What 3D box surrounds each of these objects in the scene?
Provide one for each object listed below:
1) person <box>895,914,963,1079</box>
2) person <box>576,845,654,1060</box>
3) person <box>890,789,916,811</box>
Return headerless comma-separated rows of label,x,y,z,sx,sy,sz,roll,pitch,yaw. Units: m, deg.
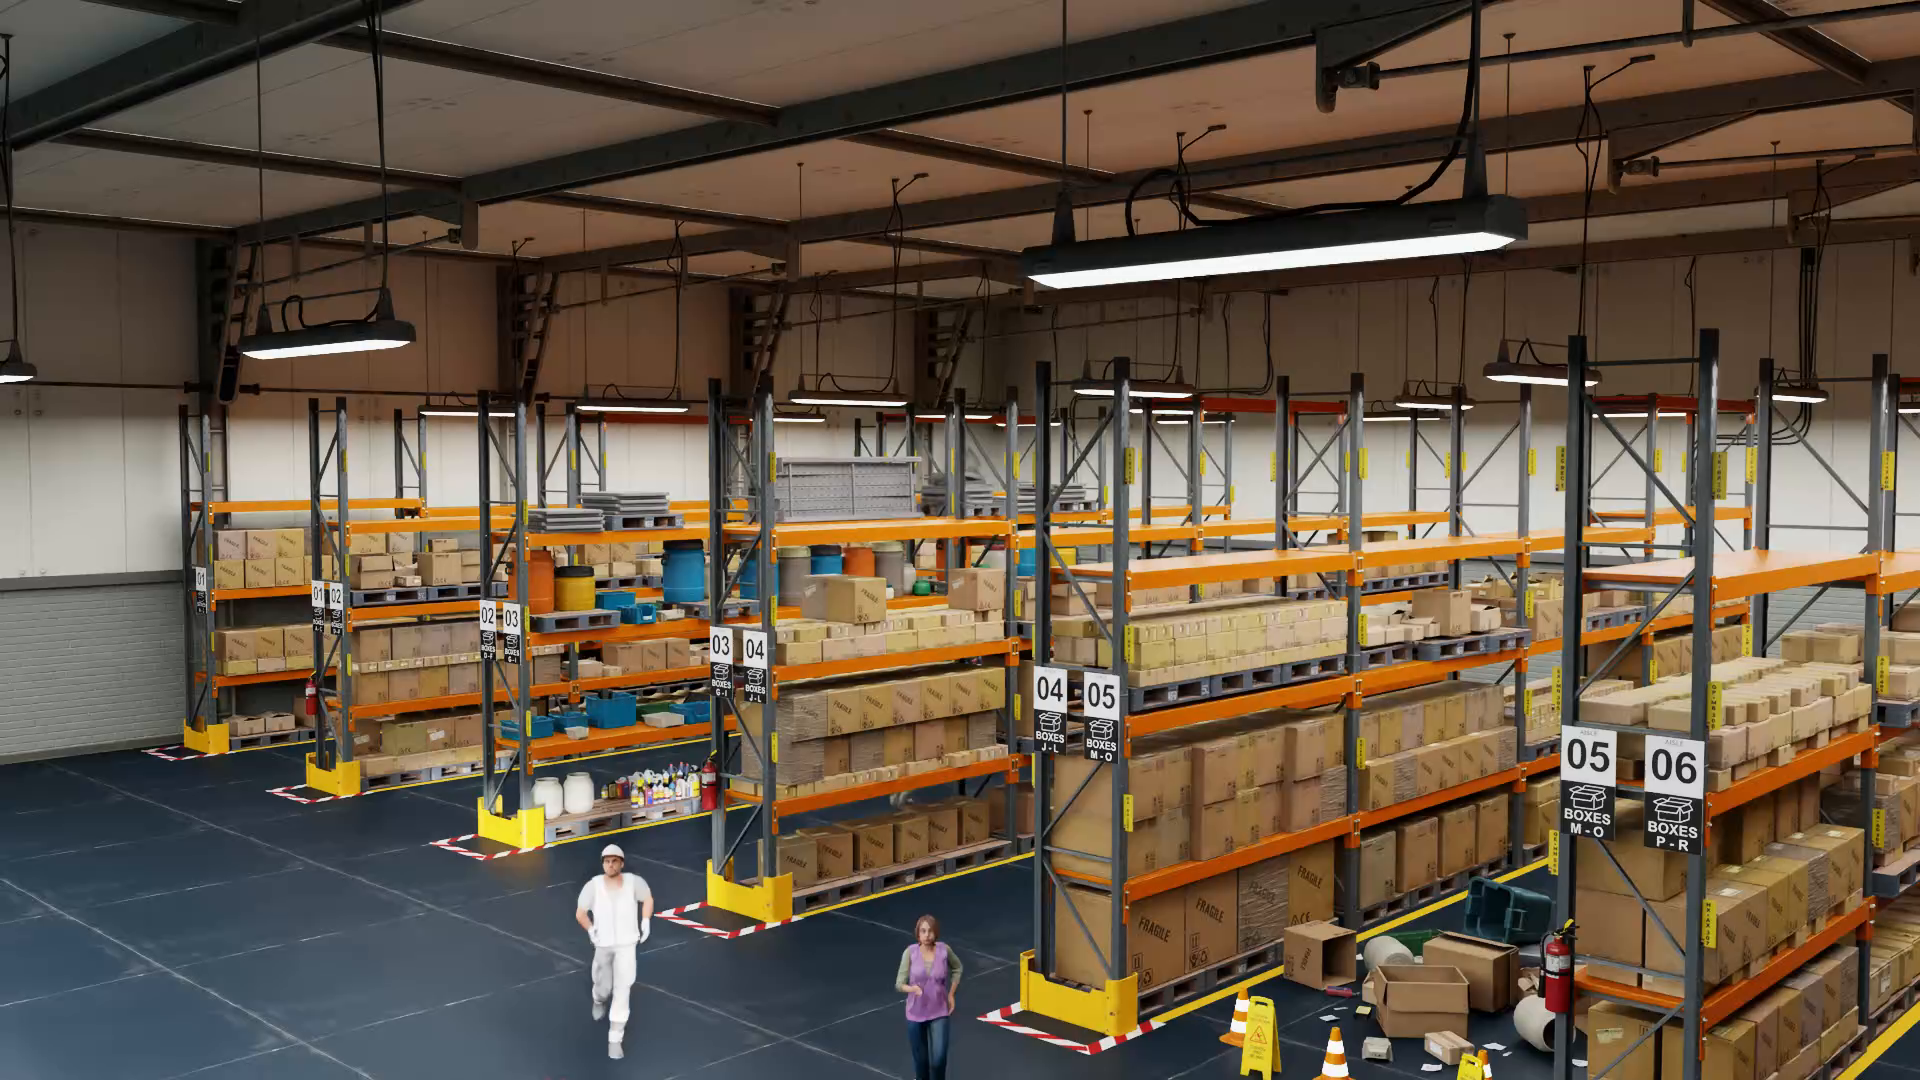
person,-0.240,3.689,12.771,0.514,1.624,0.660,0,3,1
person,-3.007,3.523,14.513,0.664,1.779,0.874,-1,3,-12
person,-0.731,3.215,22.440,0.537,1.560,0.522,2,4,36
